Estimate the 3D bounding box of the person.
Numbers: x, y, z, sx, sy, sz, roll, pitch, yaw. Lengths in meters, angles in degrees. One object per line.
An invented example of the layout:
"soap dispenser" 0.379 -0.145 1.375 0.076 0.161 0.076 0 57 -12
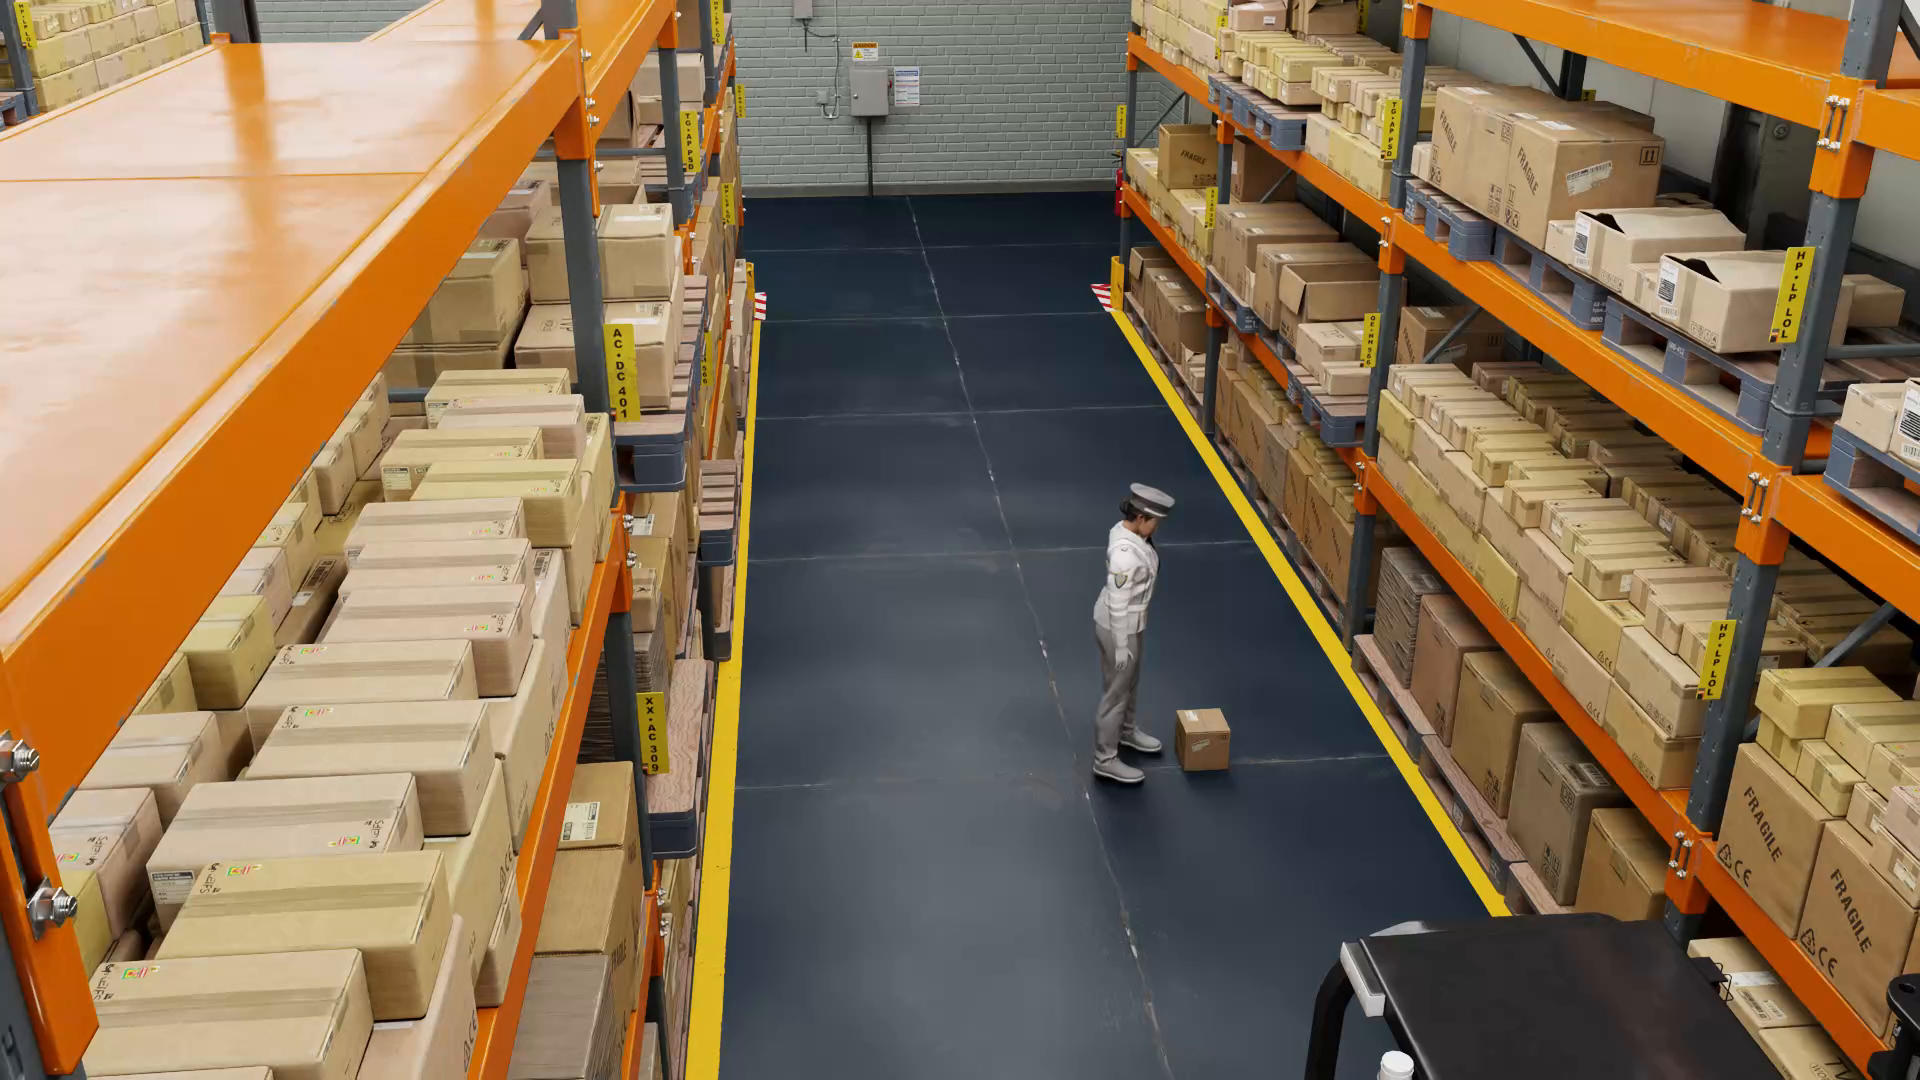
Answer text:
"person" 0.918 0.481 8.967 0.406 1.668 0.523 3 24 7
